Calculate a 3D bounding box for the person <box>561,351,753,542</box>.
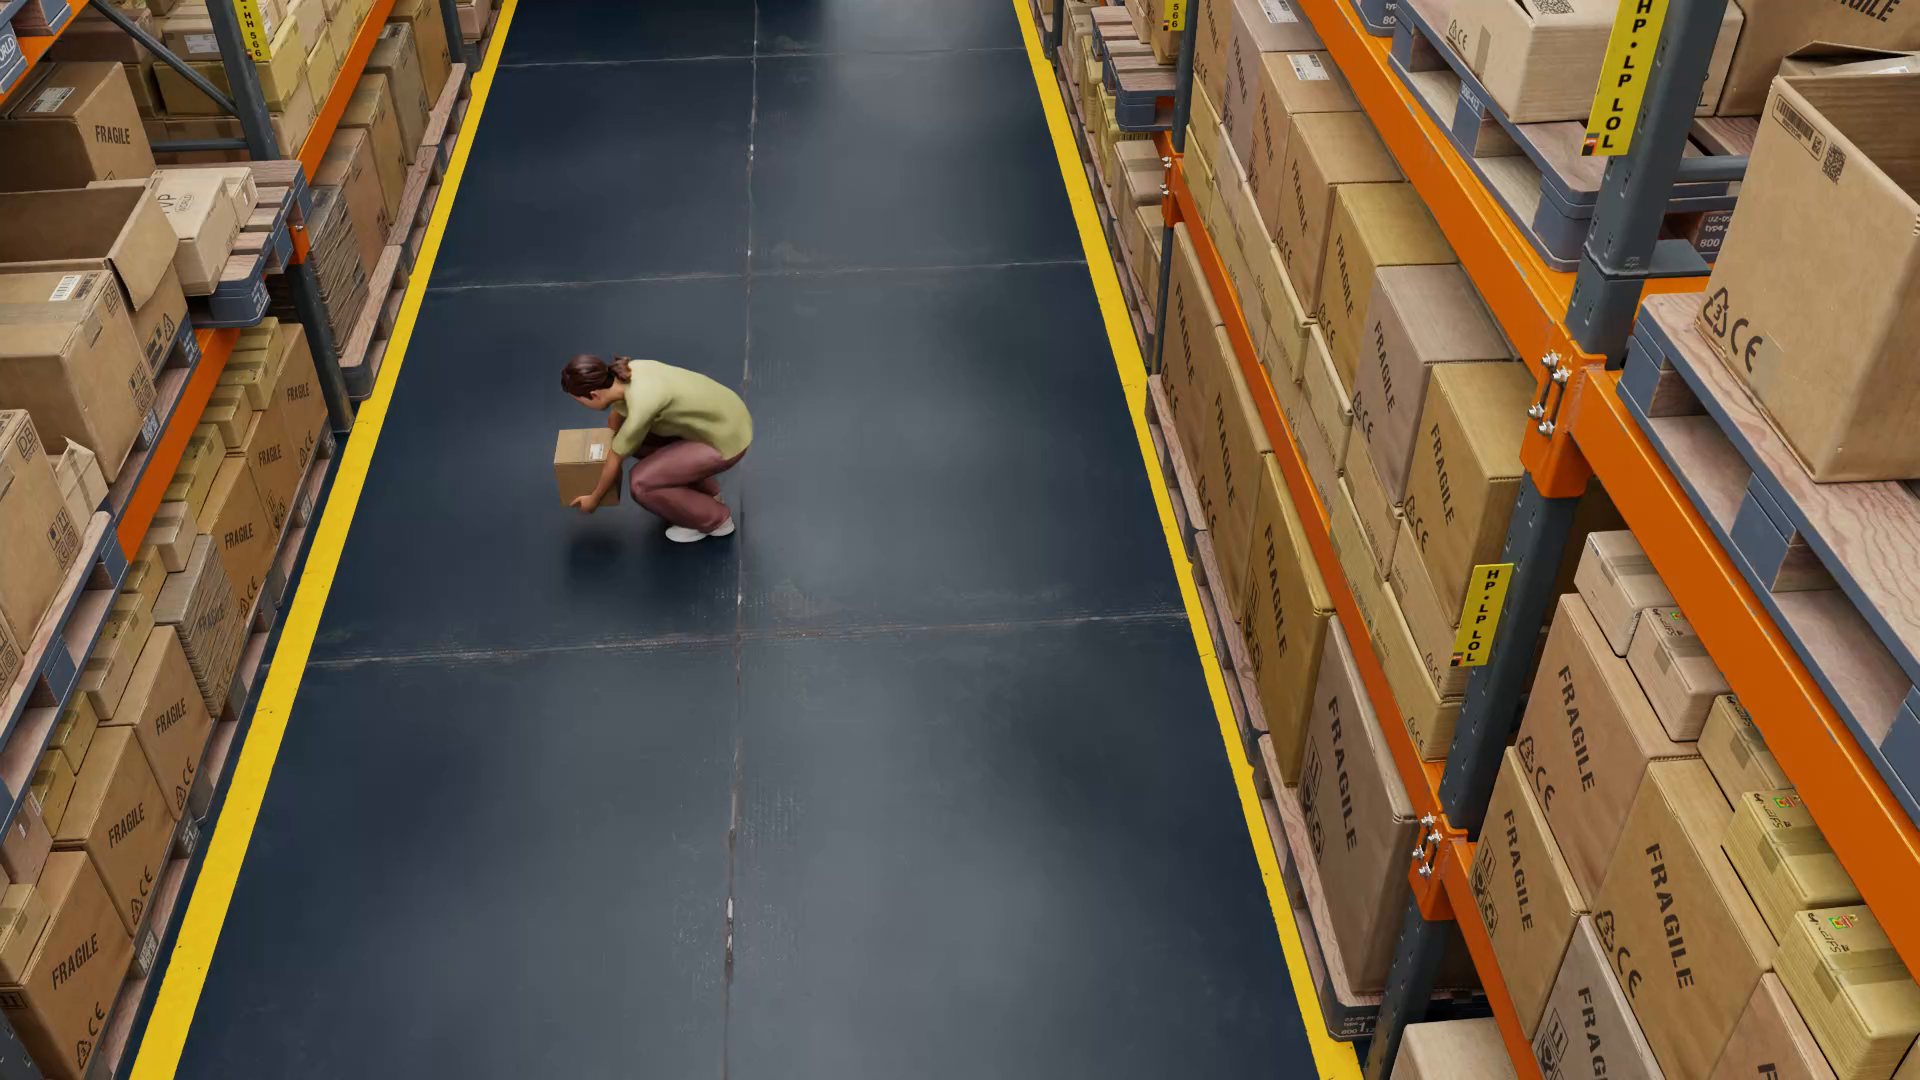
[{"bbox_3d":[-1.318,-0.441,7.286,0.824,0.935,0.451,-4,39,-5],"label":"person"}]
